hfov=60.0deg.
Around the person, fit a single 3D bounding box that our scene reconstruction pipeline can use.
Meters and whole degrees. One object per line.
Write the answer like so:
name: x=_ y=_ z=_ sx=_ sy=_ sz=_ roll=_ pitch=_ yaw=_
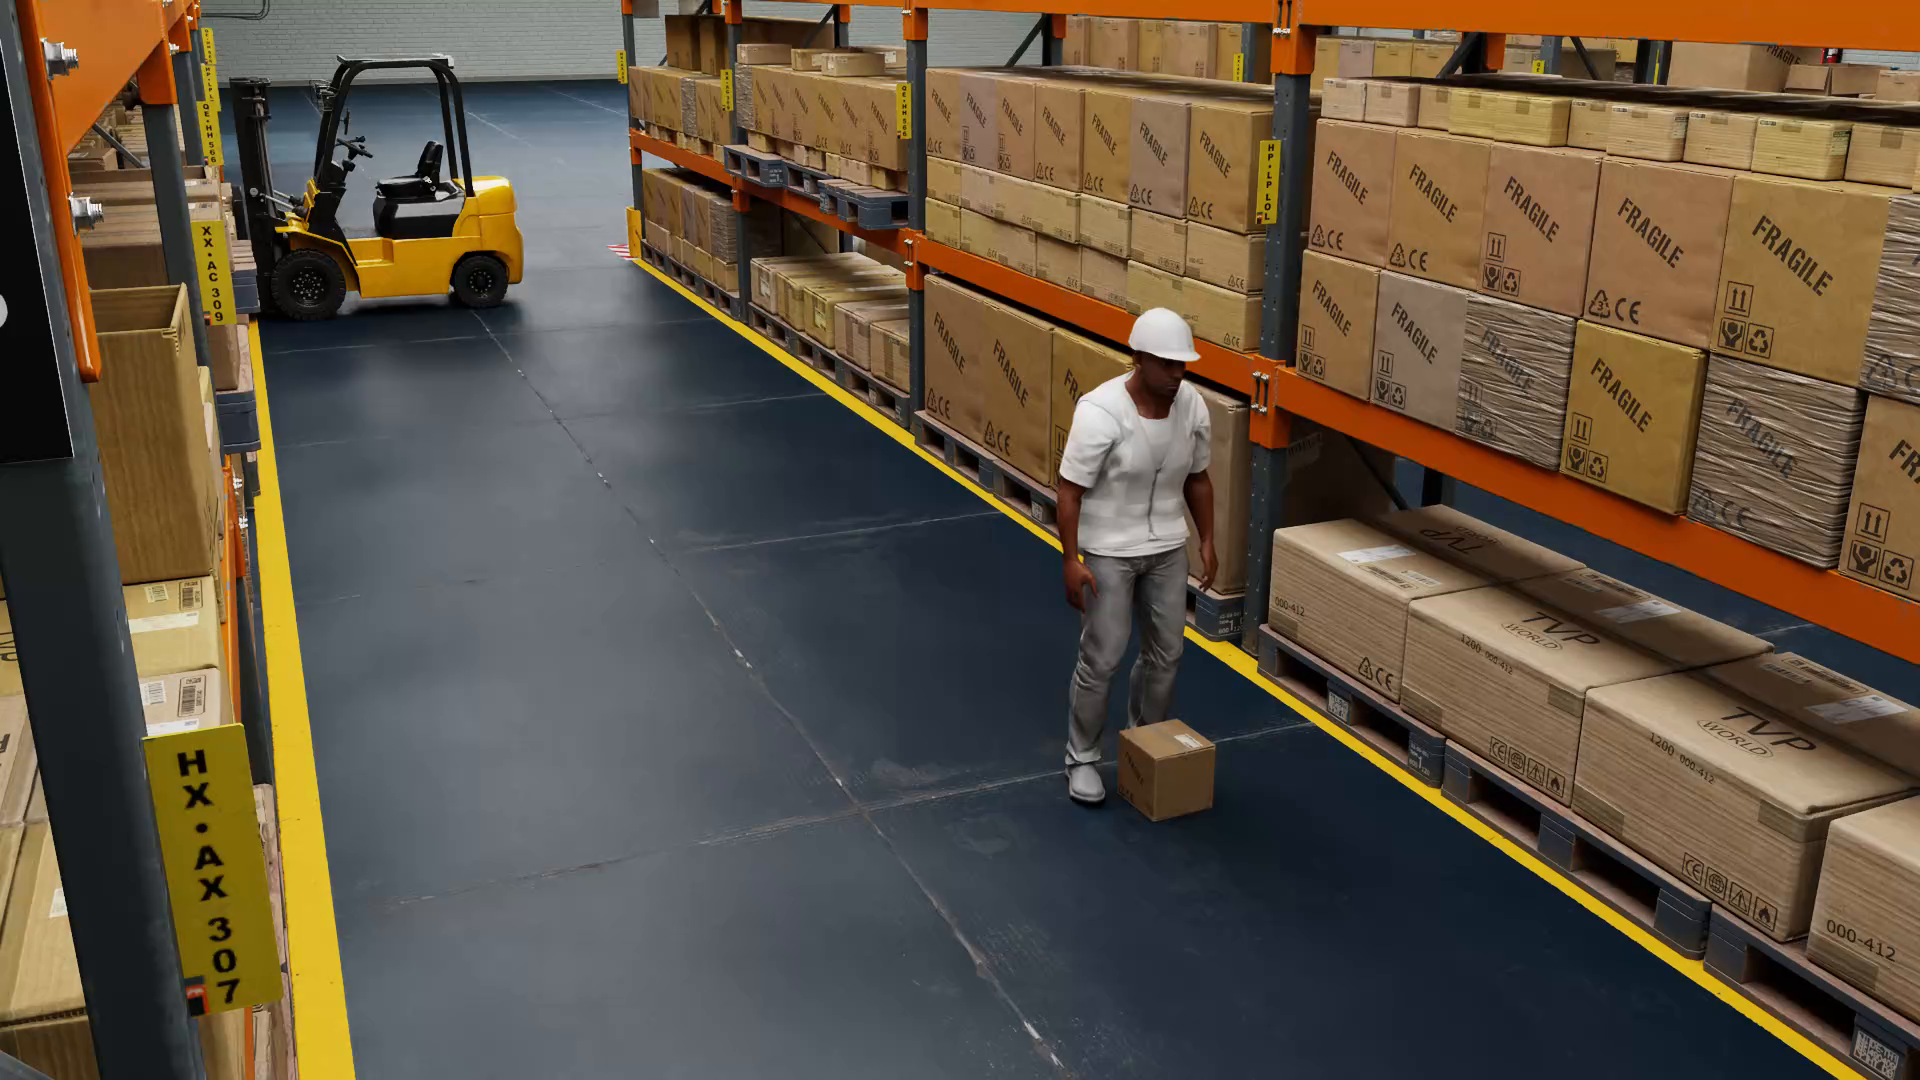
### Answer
person: x=0.635 y=0.044 z=5.903 sx=0.637 sy=1.761 sz=0.456 roll=-9 pitch=21 yaw=-24
